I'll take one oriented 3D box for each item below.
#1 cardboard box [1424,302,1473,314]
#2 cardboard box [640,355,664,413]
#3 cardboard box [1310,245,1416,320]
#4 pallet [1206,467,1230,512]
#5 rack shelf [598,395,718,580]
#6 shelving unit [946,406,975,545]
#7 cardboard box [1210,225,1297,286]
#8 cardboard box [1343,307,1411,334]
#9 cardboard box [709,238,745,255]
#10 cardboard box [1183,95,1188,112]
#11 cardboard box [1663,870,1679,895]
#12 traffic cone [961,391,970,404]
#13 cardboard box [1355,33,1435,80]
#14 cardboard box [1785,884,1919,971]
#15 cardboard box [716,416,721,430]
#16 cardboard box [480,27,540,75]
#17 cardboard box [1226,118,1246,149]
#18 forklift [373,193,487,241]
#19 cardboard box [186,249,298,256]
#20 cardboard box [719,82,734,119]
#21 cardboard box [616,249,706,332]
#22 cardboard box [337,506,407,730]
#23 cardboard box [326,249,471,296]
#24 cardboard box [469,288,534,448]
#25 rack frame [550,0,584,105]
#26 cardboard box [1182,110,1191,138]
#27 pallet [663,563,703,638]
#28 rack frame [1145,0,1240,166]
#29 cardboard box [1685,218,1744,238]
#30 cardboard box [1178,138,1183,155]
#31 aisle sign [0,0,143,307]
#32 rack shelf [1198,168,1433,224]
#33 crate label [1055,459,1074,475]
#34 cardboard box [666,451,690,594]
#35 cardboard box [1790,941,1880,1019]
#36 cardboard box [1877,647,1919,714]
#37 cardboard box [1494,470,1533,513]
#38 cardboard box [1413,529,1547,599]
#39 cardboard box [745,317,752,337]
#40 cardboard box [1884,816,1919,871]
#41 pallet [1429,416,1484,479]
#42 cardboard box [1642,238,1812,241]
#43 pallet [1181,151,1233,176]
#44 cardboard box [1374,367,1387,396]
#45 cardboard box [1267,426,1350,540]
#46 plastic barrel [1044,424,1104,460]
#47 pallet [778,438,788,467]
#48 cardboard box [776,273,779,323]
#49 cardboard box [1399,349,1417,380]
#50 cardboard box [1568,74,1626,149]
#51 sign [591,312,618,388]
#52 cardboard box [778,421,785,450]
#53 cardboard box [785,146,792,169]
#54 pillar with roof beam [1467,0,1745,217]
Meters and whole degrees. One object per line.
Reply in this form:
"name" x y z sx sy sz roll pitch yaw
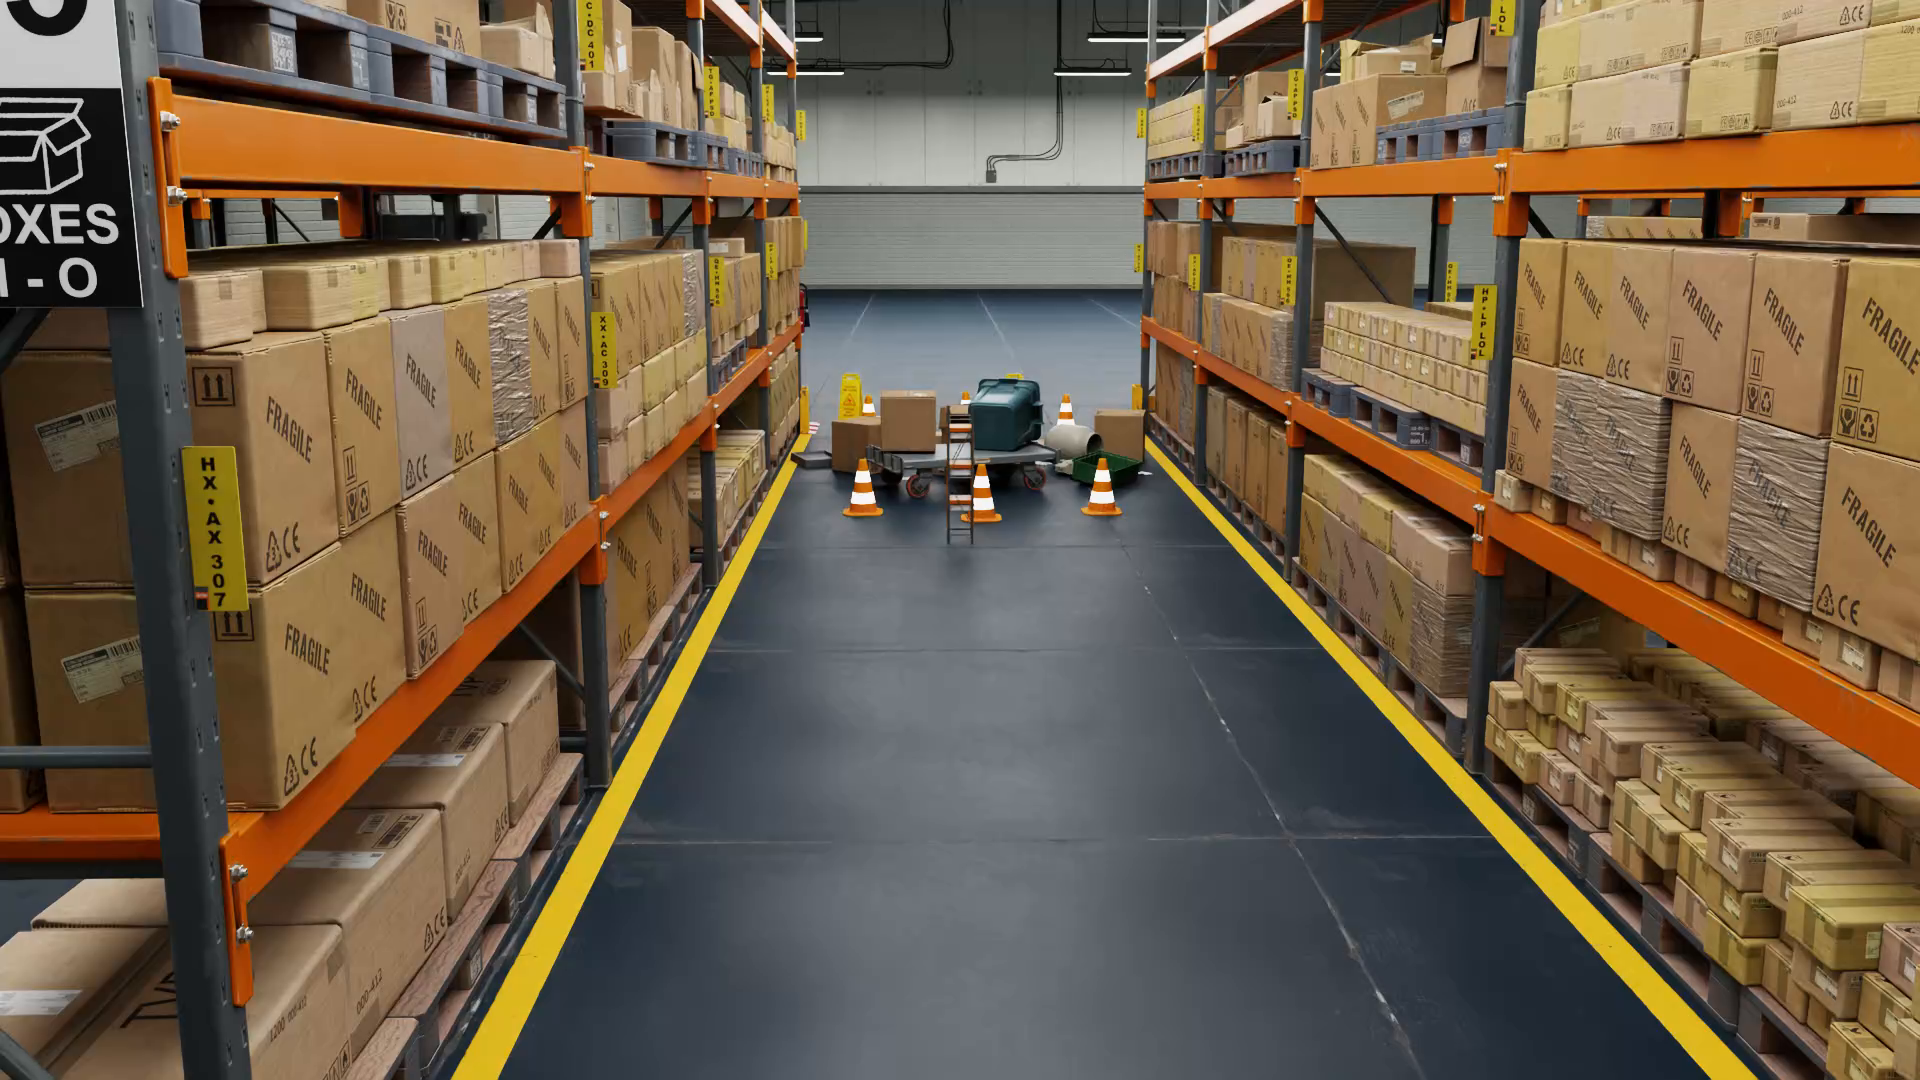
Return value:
"cardboard box" 3.245 -1.466 10.819 0.380 0.149 0.250 -1 11 -3
"cardboard box" -1.838 -0.816 8.655 0.500 0.250 0.500 0 11 0
"cardboard box" 2.777 -1.815 11.697 0.700 0.500 0.500 0 11 -1
"pallet" 2.785 -0.463 14.808 1.003 0.211 1.213 0 11 -1
"rack shelf" -2.129 -0.397 9.279 1.077 0.370 4.000 0 11 -1
"shelving unit" 0.001 -0.504 12.902 0.215 1.050 0.252 0 11 -1
"cardboard box" 2.720 -2.658 15.525 0.875 0.550 0.550 0 11 -1
"cardboard box" 2.601 -1.366 10.330 0.380 0.149 0.250 0 11 -1
"cardboard box" -1.991 -2.432 13.818 0.380 0.149 0.250 -1 11 -3
"cardboard box" 2.353 -4.196 15.972 0.380 0.149 0.250 0 11 0
"cardboard box" 2.695 1.183 5.799 0.380 0.149 0.250 0 11 0
"traffic cone" 0.065 -1.486 19.218 0.336 0.463 0.334 0 11 -1
"cardboard box" 2.564 -2.847 9.825 0.396 0.266 0.258 0 11 -1
"cardboard box" 2.597 1.098 4.722 0.380 0.149 0.250 0 11 -2
"cardboard box" -2.534 -1.284 15.817 0.500 0.500 0.500 0 11 -2
"cardboard box" -1.749 -1.775 6.044 0.380 0.149 0.250 0 11 0
"cardboard box" 2.457 -3.520 14.352 0.258 0.266 0.396 0 11 -2
"forklift" -4.917 -1.954 15.319 1.130 2.935 3.031 -2 12 -8
"cardboard box" -2.328 -0.842 5.266 0.380 0.149 0.250 0 11 -1
"cardboard box" -2.071 -3.472 13.147 0.500 0.250 0.500 0 11 0
"cardboard box" -1.898 -1.584 10.556 0.500 0.500 0.500 -1 11 -3
"cardboard box" -1.766 0.198 4.289 0.500 0.500 0.500 0 11 -2
"cardboard box" -1.780 -0.845 5.284 0.380 0.149 0.250 0 11 -1
"cardboard box" -1.780 -0.596 5.685 0.500 0.500 0.500 0 11 0
"rack frame" -2.088 -3.292 6.651 1.000 3.000 0.127 0 11 -1
"cardboard box" 2.417 -3.977 15.893 0.500 0.250 0.500 0 11 -1
"pallet" -2.230 0.377 10.670 1.003 0.211 1.213 0 11 -1
"rack frame" 2.611 -5.717 18.608 1.000 3.000 0.127 0 11 -1
"cardboard box" 7.359 -2.855 16.073 0.500 0.500 0.500 0 11 -1
"cardboard box" 2.345 -3.857 16.306 0.380 0.149 0.250 0 11 0
"aisle sign" -1.714 -0.817 3.005 0.394 0.787 0.004 0 11 -1
"rack shelf" 2.735 -2.702 13.099 1.077 0.370 4.000 0 11 -1
"crate label" 1.078 -0.706 16.193 0.298 0.136 0.250 -10 15 -40
"cardboard box" -2.239 -0.174 10.658 0.875 0.875 0.875 0 11 -2
"cardboard box" 2.633 1.242 4.760 0.380 0.149 0.250 -1 11 -3
"cardboard box" 2.664 0.363 4.356 0.380 0.149 0.250 0 11 -2
"cardboard box" 2.538 -0.211 7.187 0.380 0.149 0.250 0 11 1
"cardboard box" 2.591 0.113 8.304 0.500 0.250 0.500 -1 11 -3
"cardboard box" -1.929 -1.769 13.811 0.380 0.149 0.250 0 11 -1
"cardboard box" 3.183 0.988 5.261 0.380 0.149 0.250 0 11 1
"pallet" 2.989 -0.450 8.218 1.003 0.211 1.213 0 11 -1
"cardboard box" 3.139 -0.984 6.853 0.500 0.500 0.500 -1 11 -3
"pallet" 2.687 -3.571 15.798 1.003 0.211 1.213 0 11 -1
"cardboard box" 2.613 -0.916 9.608 0.380 0.149 0.250 0 11 0
"cardboard box" 2.854 -0.412 12.146 1.050 0.750 0.750 0 11 -2
"plastic barrel" 1.137 -0.939 16.622 0.512 0.421 0.421 9 15 38
"pallet" -2.331 -0.952 17.219 1.003 0.211 1.213 0 11 -1
"cardboard box" -2.017 -2.325 15.975 0.500 0.500 0.500 0 11 -1
"cardboard box" 2.622 -0.961 9.078 0.380 0.149 0.250 0 11 -1
"cardboard box" 2.624 -1.596 6.214 0.500 0.250 0.500 0 11 -2
"sign" -1.533 -0.817 7.166 0.100 0.325 0.005 0 11 -1
"cardboard box" -2.018 -1.024 16.424 0.500 0.250 0.500 0 11 2
"cardboard box" -2.060 -4.079 17.703 0.500 0.250 0.500 0 11 -2
"pillar with roof beam" 18.384 -11.589 47.550 9.100 9.000 0.548 0 11 -1
